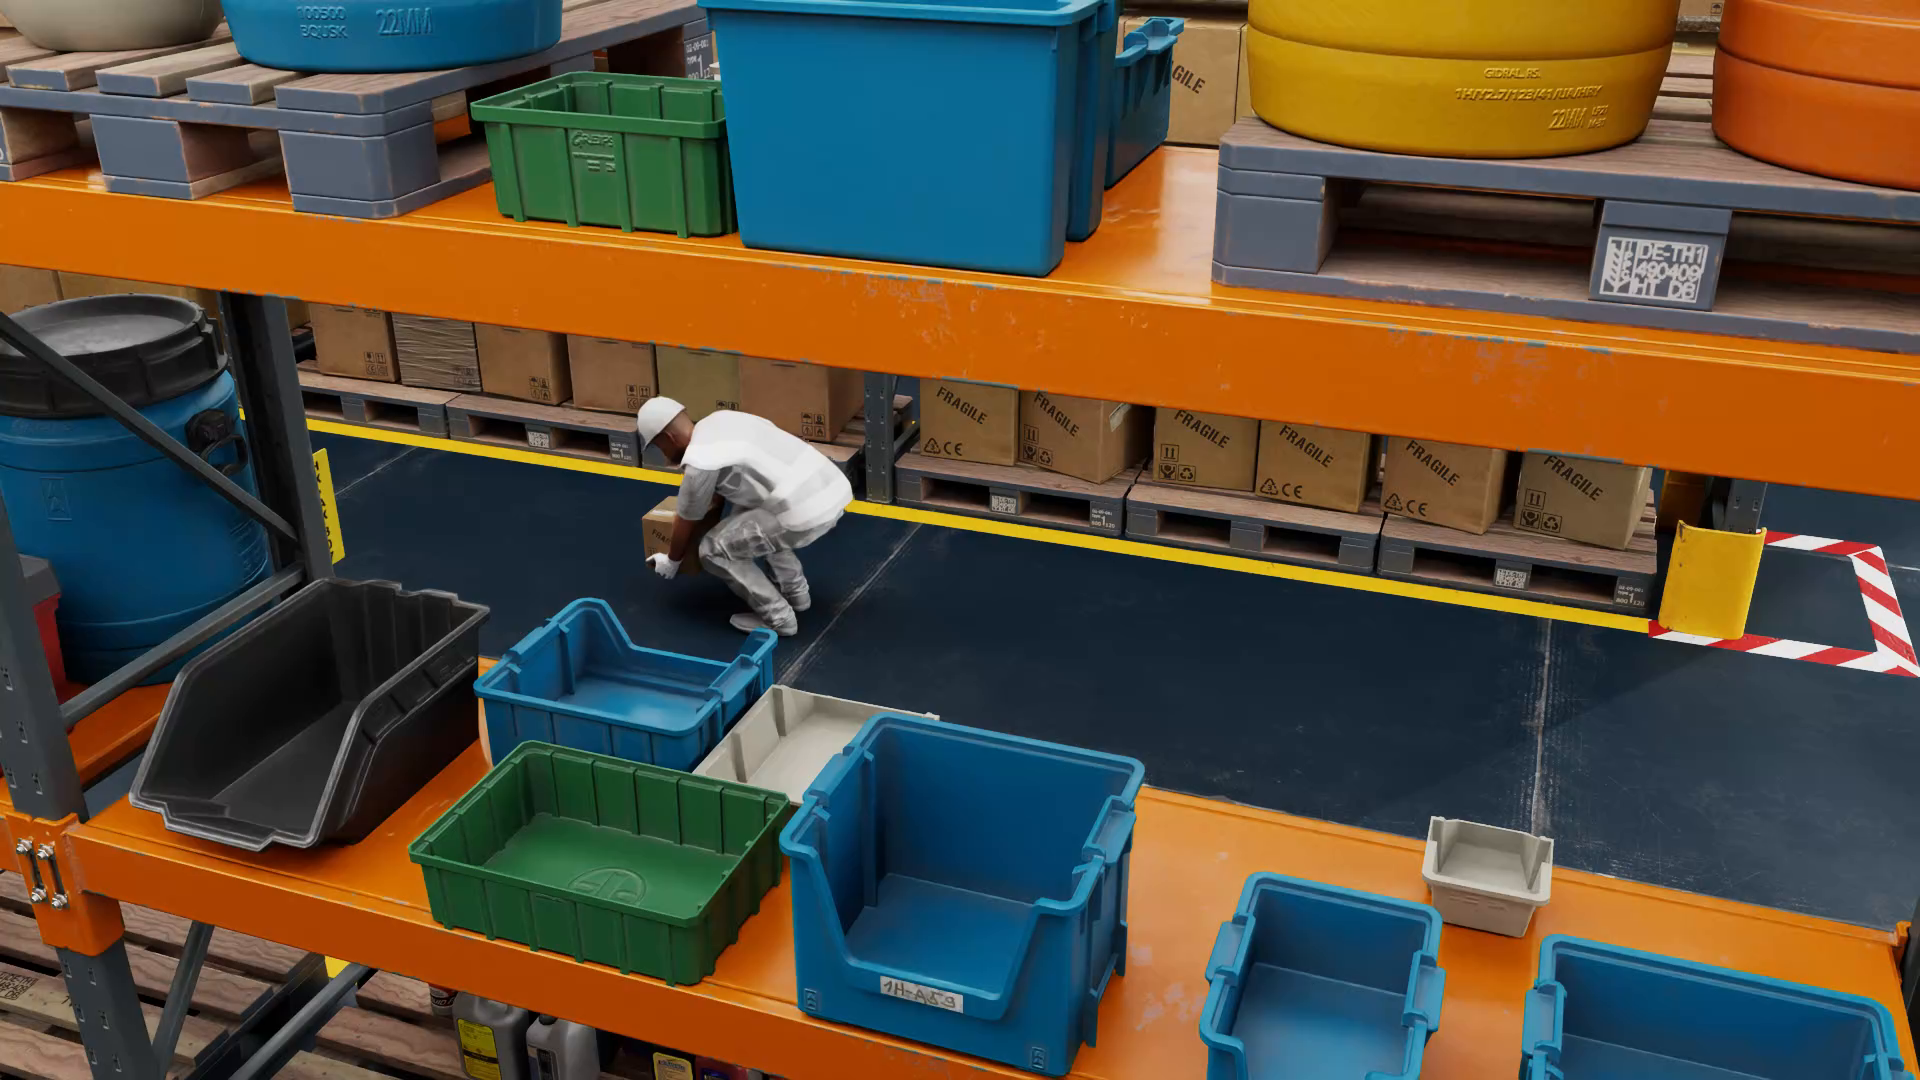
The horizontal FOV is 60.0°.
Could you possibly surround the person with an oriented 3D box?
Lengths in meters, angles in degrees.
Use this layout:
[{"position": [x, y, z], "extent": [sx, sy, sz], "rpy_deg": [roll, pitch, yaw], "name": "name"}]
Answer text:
[{"position": [-0.940, -0.116, 7.245], "extent": [0.920, 1.004, 0.547], "rpy_deg": [8, 27, 16], "name": "person"}]
